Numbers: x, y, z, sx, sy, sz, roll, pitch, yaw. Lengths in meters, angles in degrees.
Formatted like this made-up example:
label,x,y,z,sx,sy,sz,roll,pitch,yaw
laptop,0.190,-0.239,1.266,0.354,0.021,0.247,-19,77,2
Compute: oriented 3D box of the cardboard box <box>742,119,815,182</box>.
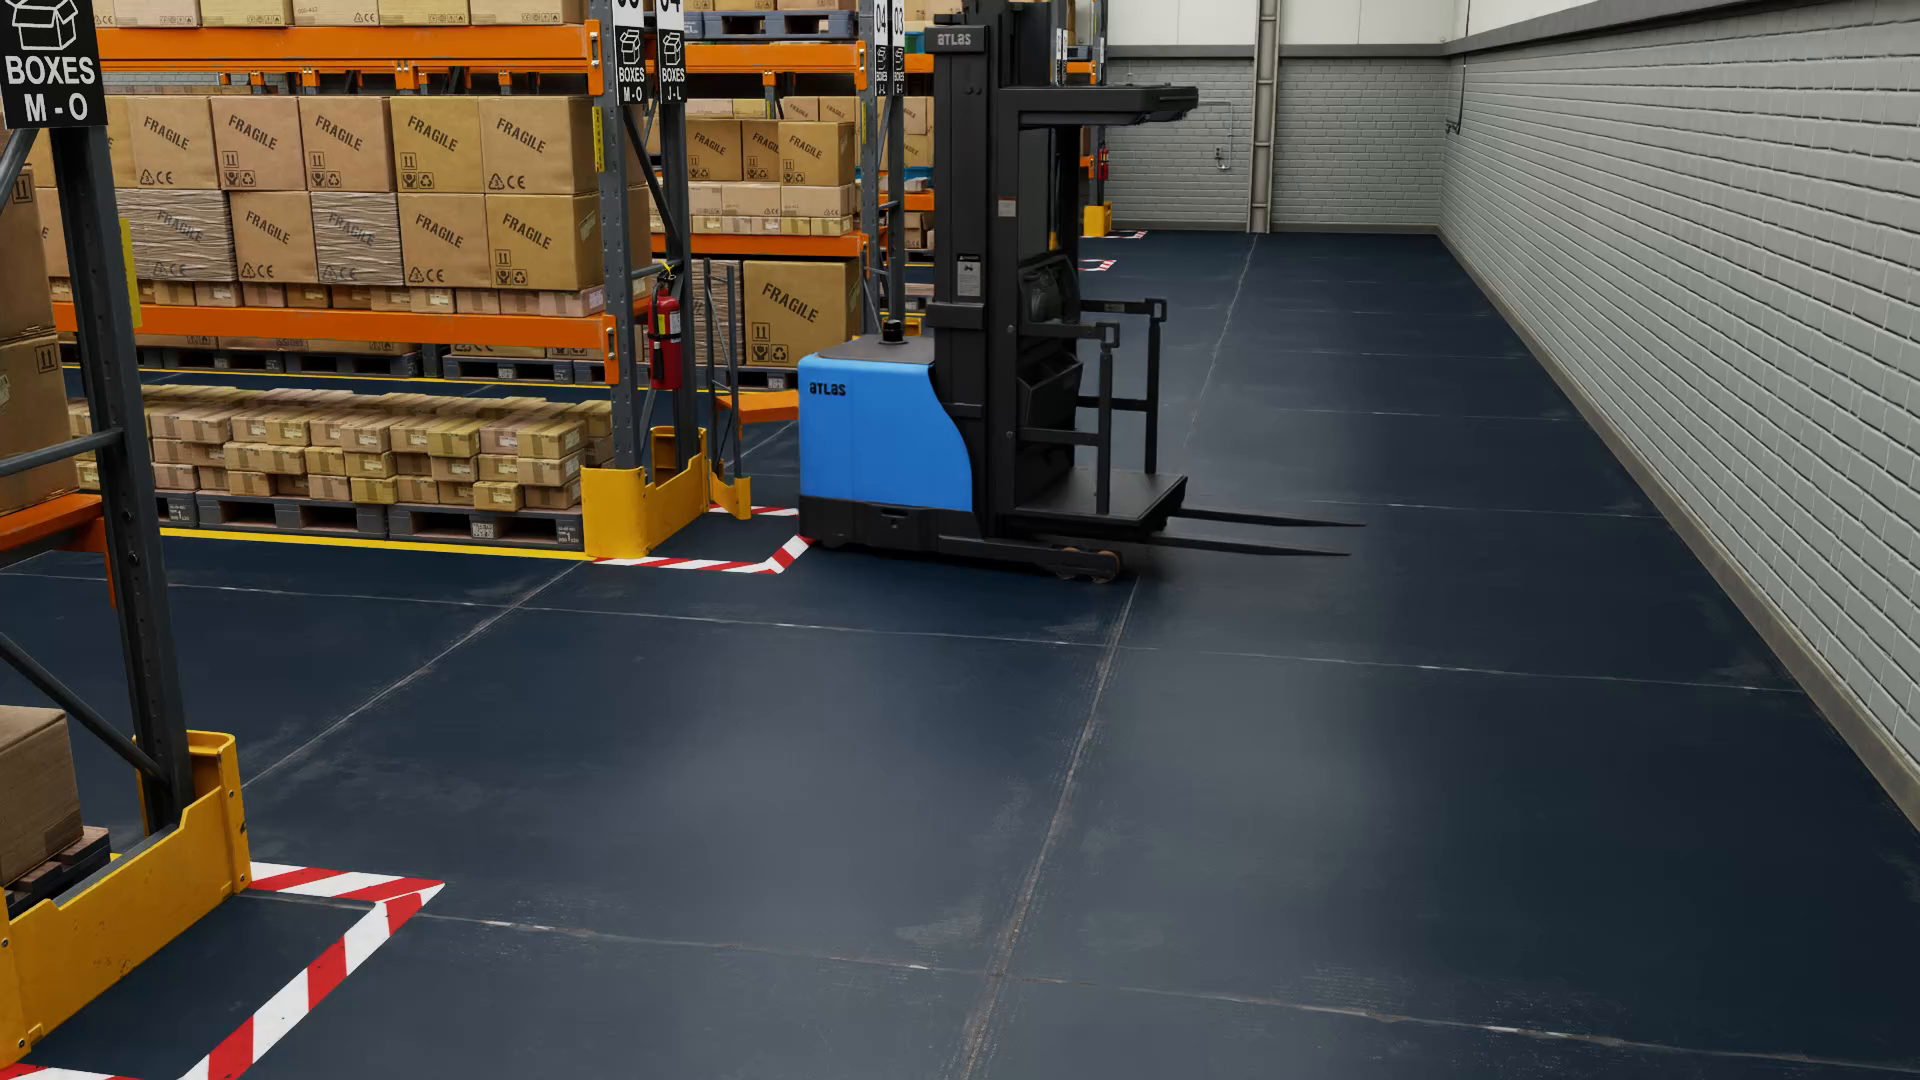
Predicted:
label,x,y,z,sx,sy,sz,roll,pitch,yaw
cardboard box,-1.547,-3.341,14.253,0.500,0.500,0.500,3,16,10

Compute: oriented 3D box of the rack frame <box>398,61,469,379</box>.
label,x,y,z,sx,sy,sz,roll,pitch,yaw
rack frame,-4.560,-2.999,14.698,0.127,3.000,1.000,3,16,11

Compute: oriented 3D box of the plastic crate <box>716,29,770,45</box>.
label,x,y,z,sx,sy,sz,roll,pitch,yaw
plastic crate,-2.410,-5.539,18.495,0.590,0.269,0.497,3,16,11

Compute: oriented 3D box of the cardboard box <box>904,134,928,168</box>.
label,x,y,z,sx,sy,sz,roll,pitch,yaw
cardboard box,-0.646,-5.459,23.394,0.500,0.500,0.500,3,16,10

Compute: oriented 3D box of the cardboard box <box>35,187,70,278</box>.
label,x,y,z,sx,sy,sz,roll,pitch,yaw
cardboard box,-5.212,-1.806,9.647,0.500,0.500,0.500,3,16,10

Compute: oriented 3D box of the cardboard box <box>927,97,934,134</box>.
label,x,y,z,sx,sy,sz,roll,pitch,yaw
cardboard box,-0.157,-5.912,23.155,0.500,0.500,0.500,4,16,13

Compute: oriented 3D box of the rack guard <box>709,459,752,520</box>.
label,x,y,z,sx,sy,sz,roll,pitch,yaw
rack guard,-1.406,-0.315,10.161,0.087,0.250,0.587,-7,17,-25

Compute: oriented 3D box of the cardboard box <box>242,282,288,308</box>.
label,x,y,z,sx,sy,sz,roll,pitch,yaw
cardboard box,-3.863,-1.425,9.489,0.250,0.149,0.380,4,16,13

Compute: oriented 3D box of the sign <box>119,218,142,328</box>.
label,x,y,z,sx,sy,sz,roll,pitch,yaw
sign,-2.498,-0.794,4.968,0.005,0.325,0.100,3,16,11

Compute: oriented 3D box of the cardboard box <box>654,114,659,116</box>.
label,x,y,z,sx,sy,sz,roll,pitch,yaw
cardboard box,-5.093,-7.207,29.109,0.500,0.500,0.500,4,16,13

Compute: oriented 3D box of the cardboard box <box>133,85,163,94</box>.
label,x,y,z,sx,sy,sz,roll,pitch,yaw
cardboard box,-12.333,-6.791,25.771,0.500,0.500,0.700,3,16,11

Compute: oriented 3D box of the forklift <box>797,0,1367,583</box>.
label,x,y,z,sx,sy,sz,roll,pitch,yaw
forklift,0.667,-1.349,8.873,3.031,2.935,1.130,6,16,20

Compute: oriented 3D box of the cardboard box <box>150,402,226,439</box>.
label,x,y,z,sx,sy,sz,roll,pitch,yaw
cardboard box,-4.575,-0.710,9.877,0.250,0.149,0.380,3,16,10

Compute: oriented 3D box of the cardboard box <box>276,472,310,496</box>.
label,x,y,z,sx,sy,sz,roll,pitch,yaw
cardboard box,-3.802,-0.379,9.796,0.250,0.149,0.380,4,16,13

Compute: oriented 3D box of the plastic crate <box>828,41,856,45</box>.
label,x,y,z,sx,sy,sz,roll,pitch,yaw
plastic crate,-1.095,-5.650,18.768,0.767,0.338,0.504,3,16,11

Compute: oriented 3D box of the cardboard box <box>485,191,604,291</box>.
label,x,y,z,sx,sy,sz,roll,pitch,yaw
cardboard box,-2.219,-1.642,9.055,0.500,0.500,0.500,3,16,12

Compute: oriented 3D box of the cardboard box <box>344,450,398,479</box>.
label,x,y,z,sx,sy,sz,roll,pitch,yaw
cardboard box,-3.321,-0.470,9.567,0.250,0.149,0.380,3,16,12

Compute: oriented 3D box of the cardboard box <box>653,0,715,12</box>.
label,x,y,z,sx,sy,sz,roll,pitch,yaw
cardboard box,-2.204,-4.620,13.771,0.500,0.500,0.700,2,16,7

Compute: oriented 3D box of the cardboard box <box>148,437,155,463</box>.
label,x,y,z,sx,sy,sz,roll,pitch,yaw
cardboard box,-4.844,-0.582,9.970,0.250,0.149,0.380,3,16,11

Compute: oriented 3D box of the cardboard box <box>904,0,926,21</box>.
label,x,y,z,sx,sy,sz,roll,pitch,yaw
cardboard box,-0.625,-7.474,23.176,0.500,0.500,0.700,3,16,11

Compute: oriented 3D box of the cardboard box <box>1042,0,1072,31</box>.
label,x,y,z,sx,sy,sz,roll,pitch,yaw
cardboard box,1.550,-8.626,27.296,0.500,0.500,0.500,3,16,11

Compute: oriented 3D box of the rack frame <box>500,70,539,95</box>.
label,x,y,z,sx,sy,sz,roll,pitch,yaw
rack frame,-6.502,-5.803,24.821,0.127,3.000,1.000,3,16,11

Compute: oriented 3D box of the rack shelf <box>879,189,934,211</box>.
label,x,y,z,sx,sy,sz,roll,pitch,yaw
rack shelf,-1.613,-3.841,19.088,4.000,0.370,1.077,3,16,11

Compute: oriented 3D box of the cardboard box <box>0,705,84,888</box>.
label,x,y,z,sx,sy,sz,roll,pitch,yaw
cardboard box,-3.282,0.830,4.889,0.875,0.438,0.875,3,16,9

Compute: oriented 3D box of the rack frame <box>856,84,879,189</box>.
label,x,y,z,sx,sy,sz,roll,pitch,yaw
rack frame,-1.599,-6.886,28.732,0.127,3.000,1.000,3,16,11

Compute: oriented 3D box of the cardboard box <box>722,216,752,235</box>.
label,x,y,z,sx,sy,sz,roll,pitch,yaw
cardboard box,-1.801,-2.638,13.868,0.250,0.149,0.380,3,16,12

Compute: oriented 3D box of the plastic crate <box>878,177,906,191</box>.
label,x,y,z,sx,sy,sz,roll,pitch,yaw
plastic crate,-0.769,-3.999,18.690,0.243,0.136,0.396,3,16,11

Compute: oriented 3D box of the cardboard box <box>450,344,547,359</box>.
label,x,y,z,sx,sy,sz,roll,pitch,yaw
cardboard box,-3.929,-2.121,14.723,0.875,0.875,0.875,3,16,11

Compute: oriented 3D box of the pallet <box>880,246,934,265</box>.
label,x,y,z,sx,sy,sz,roll,pitch,yaw
pallet,-0.710,-4.145,24.060,1.213,0.211,1.003,3,16,11

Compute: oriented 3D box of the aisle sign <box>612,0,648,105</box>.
label,x,y,z,sx,sy,sz,roll,pitch,yaw
aisle sign,-1.716,-2.664,8.621,0.004,0.787,0.394,3,16,11

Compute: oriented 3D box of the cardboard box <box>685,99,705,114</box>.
label,x,y,z,sx,sy,sz,roll,pitch,yaw
cardboard box,-4.598,-7.541,28.911,0.500,0.250,0.500,3,16,10

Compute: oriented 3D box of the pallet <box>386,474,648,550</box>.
label,x,y,z,sx,sy,sz,roll,pitch,yaw
pallet,-2.591,-0.206,9.842,1.213,0.211,1.003,3,16,11

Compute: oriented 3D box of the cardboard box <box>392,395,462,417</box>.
label,x,y,z,sx,sy,sz,roll,pitch,yaw
cardboard box,-3.218,-0.764,10.072,0.250,0.149,0.380,4,16,13

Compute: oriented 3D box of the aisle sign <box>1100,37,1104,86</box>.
label,x,y,z,sx,sy,sz,roll,pitch,yaw
aisle sign,2.332,-7.844,27.319,0.004,0.787,0.394,3,16,11

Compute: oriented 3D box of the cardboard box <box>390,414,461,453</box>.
label,x,y,z,sx,sy,sz,roll,pitch,yaw
cardboard box,-3.052,-0.610,9.515,0.250,0.149,0.380,2,16,9

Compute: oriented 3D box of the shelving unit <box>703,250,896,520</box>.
label,x,y,z,sx,sy,sz,roll,pitch,yaw
shelving unit,-0.957,-0.975,10.201,1.083,1.500,0.587,-7,17,-25

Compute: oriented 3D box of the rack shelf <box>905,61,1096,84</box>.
label,x,y,z,sx,sy,sz,roll,pitch,yaw
rack shelf,0.361,-7.878,28.043,4.000,0.370,1.077,3,16,11

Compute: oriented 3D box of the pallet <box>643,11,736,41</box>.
label,x,y,z,sx,sy,sz,roll,pitch,yaw
pallet,-2.568,-4.290,13.906,1.213,0.211,1.003,3,16,11

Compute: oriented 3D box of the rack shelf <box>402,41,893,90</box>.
label,x,y,z,sx,sy,sz,roll,pitch,yaw
rack shelf,-2.600,-3.991,14.010,4.000,0.370,1.077,3,16,11

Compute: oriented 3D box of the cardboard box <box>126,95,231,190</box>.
label,x,y,z,sx,sy,sz,roll,pitch,yaw
cardboard box,-4.255,-2.234,9.319,0.500,0.500,0.500,3,16,12

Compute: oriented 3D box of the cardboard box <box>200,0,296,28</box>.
label,x,y,z,sx,sy,sz,roll,pitch,yaw
cardboard box,-3.736,-2.900,9.005,0.500,0.250,0.500,4,16,14

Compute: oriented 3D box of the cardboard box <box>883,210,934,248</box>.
label,x,y,z,sx,sy,sz,roll,pitch,yaw
cardboard box,-0.740,-4.500,23.971,0.637,0.503,0.797,3,16,11

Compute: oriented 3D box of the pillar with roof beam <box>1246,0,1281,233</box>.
label,x,y,z,sx,sy,sz,roll,pitch,yaw
pillar with roof beam,4.282,-8.521,23.395,0.400,9.000,9.100,3,16,11

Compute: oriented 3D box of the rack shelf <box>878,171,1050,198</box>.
label,x,y,z,sx,sy,sz,roll,pitch,yaw
rack shelf,-0.622,-5.137,23.765,4.000,0.370,1.077,3,16,11

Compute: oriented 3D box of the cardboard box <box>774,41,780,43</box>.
label,x,y,z,sx,sy,sz,roll,pitch,yaw
cardboard box,-2.997,-8.680,28.578,0.500,0.500,0.700,3,16,10

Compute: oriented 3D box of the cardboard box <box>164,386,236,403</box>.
label,x,y,z,sx,sy,sz,roll,pitch,yaw
cardboard box,-4.743,-0.856,10.403,0.250,0.149,0.380,3,16,11

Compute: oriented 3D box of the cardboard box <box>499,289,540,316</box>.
label,x,y,z,sx,sy,sz,roll,pitch,yaw
cardboard box,-2.340,-1.339,9.178,0.250,0.149,0.380,3,16,11

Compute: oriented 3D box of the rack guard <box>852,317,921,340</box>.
label,x,y,z,sx,sy,sz,roll,pitch,yaw
rack guard,-0.617,-1.580,14.259,0.348,0.500,1.175,3,16,11

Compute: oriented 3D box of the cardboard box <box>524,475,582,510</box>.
label,x,y,z,sx,sy,sz,roll,pitch,yaw
cardboard box,-2.285,-0.296,9.494,0.250,0.149,0.380,3,16,12
